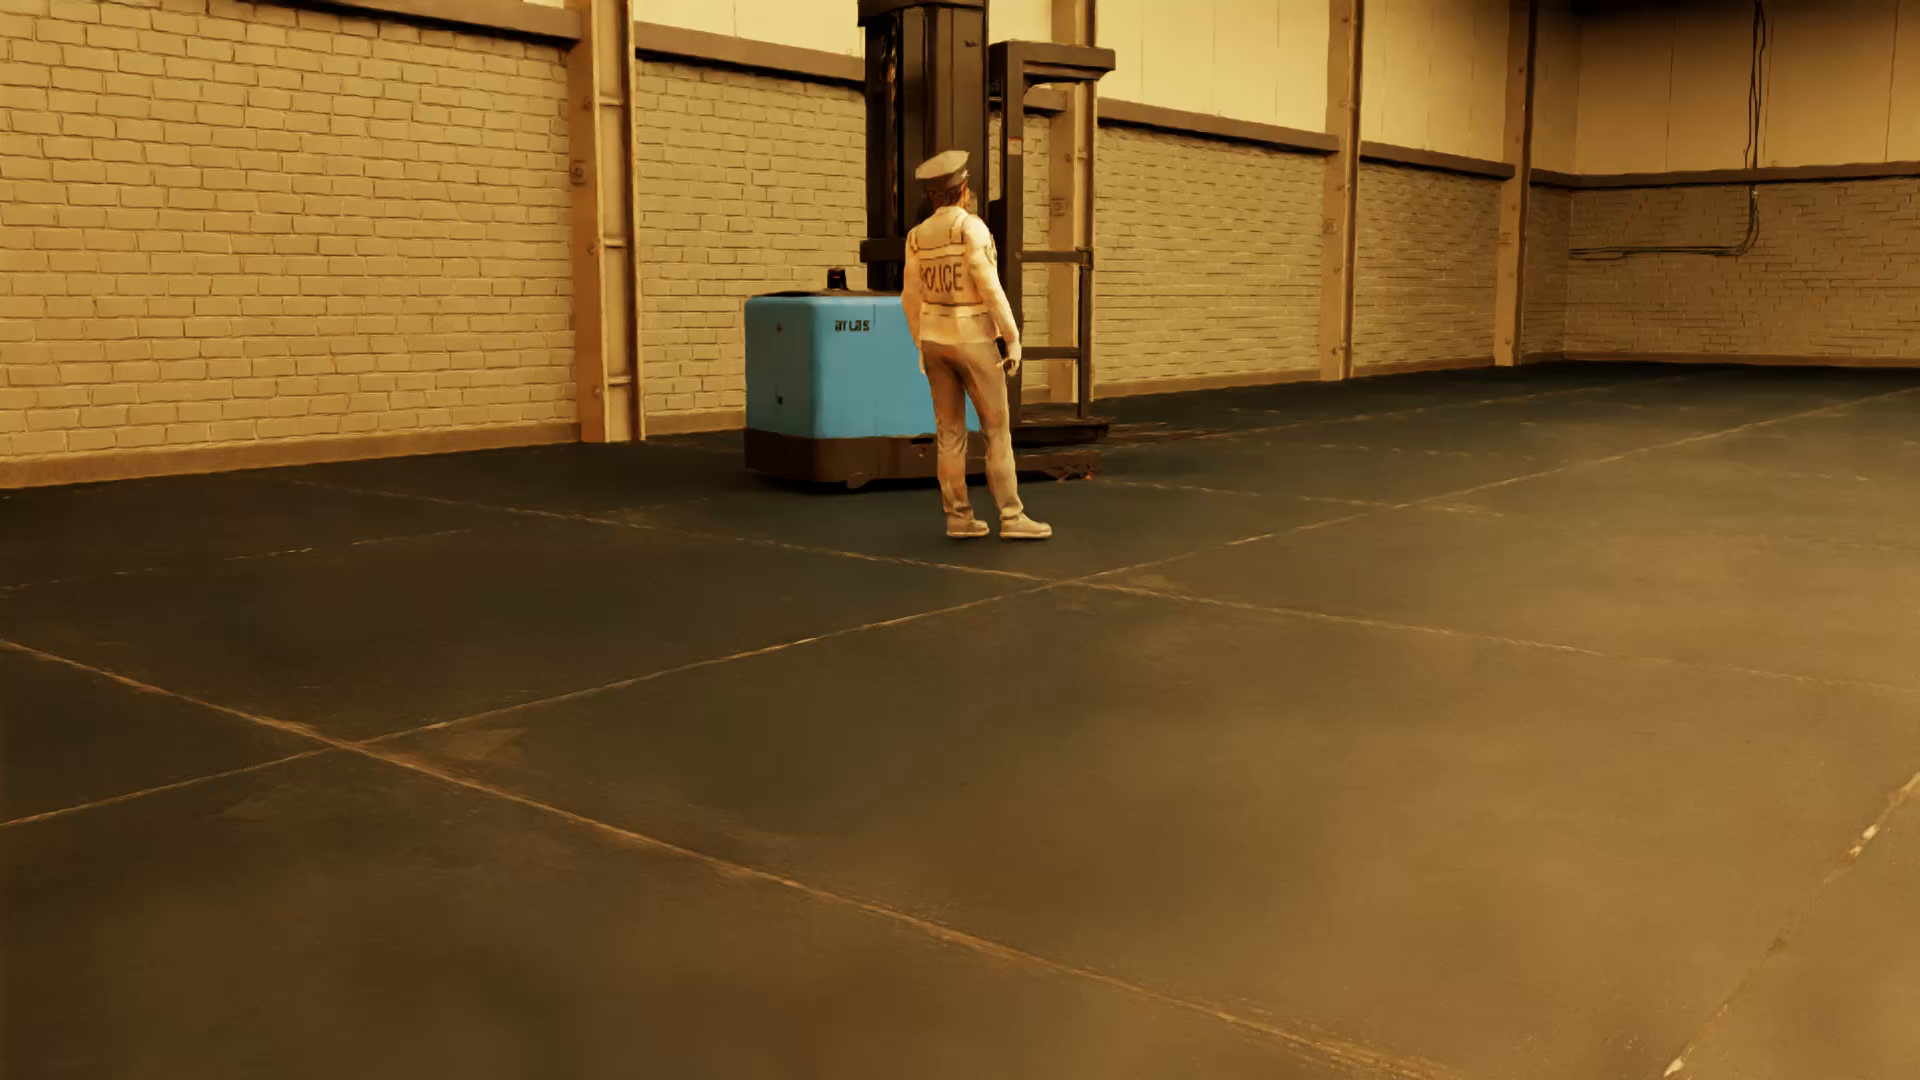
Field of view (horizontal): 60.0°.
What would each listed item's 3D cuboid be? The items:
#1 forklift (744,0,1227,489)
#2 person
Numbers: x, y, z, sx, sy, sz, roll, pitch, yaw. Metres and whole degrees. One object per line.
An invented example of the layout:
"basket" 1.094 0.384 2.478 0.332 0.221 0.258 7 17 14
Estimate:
"forklift" 0.251 -1.866 10.032 3.031 2.935 1.130 -5 10 -31
"person" 0.048 -0.853 7.329 0.586 1.695 0.532 7 11 38
